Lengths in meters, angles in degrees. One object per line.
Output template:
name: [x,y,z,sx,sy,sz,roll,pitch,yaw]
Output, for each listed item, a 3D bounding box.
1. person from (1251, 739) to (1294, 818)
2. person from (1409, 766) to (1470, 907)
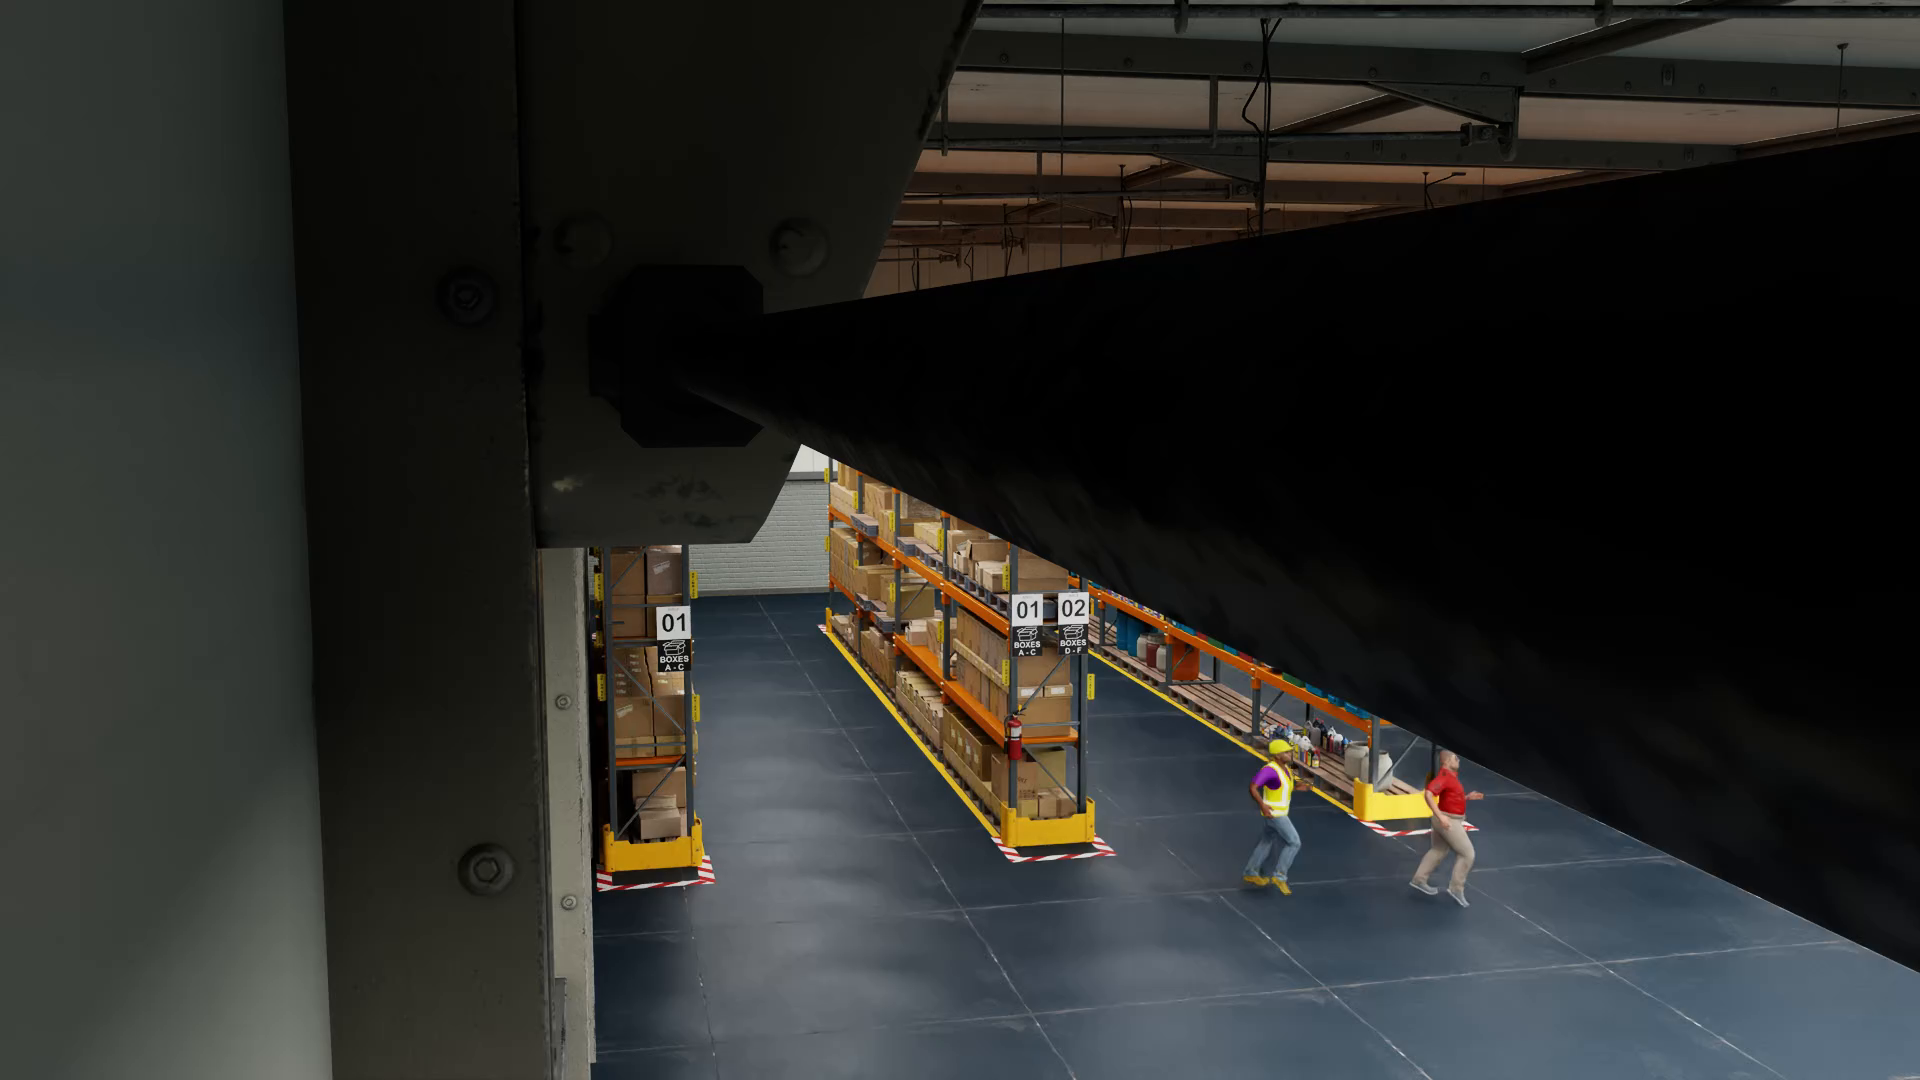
person: [3.619,2.733,19.209,0.463,0.893,0.642,2,7,14]
person: [5.466,3.373,18.877,0.658,1.565,0.611,1,7,10]
